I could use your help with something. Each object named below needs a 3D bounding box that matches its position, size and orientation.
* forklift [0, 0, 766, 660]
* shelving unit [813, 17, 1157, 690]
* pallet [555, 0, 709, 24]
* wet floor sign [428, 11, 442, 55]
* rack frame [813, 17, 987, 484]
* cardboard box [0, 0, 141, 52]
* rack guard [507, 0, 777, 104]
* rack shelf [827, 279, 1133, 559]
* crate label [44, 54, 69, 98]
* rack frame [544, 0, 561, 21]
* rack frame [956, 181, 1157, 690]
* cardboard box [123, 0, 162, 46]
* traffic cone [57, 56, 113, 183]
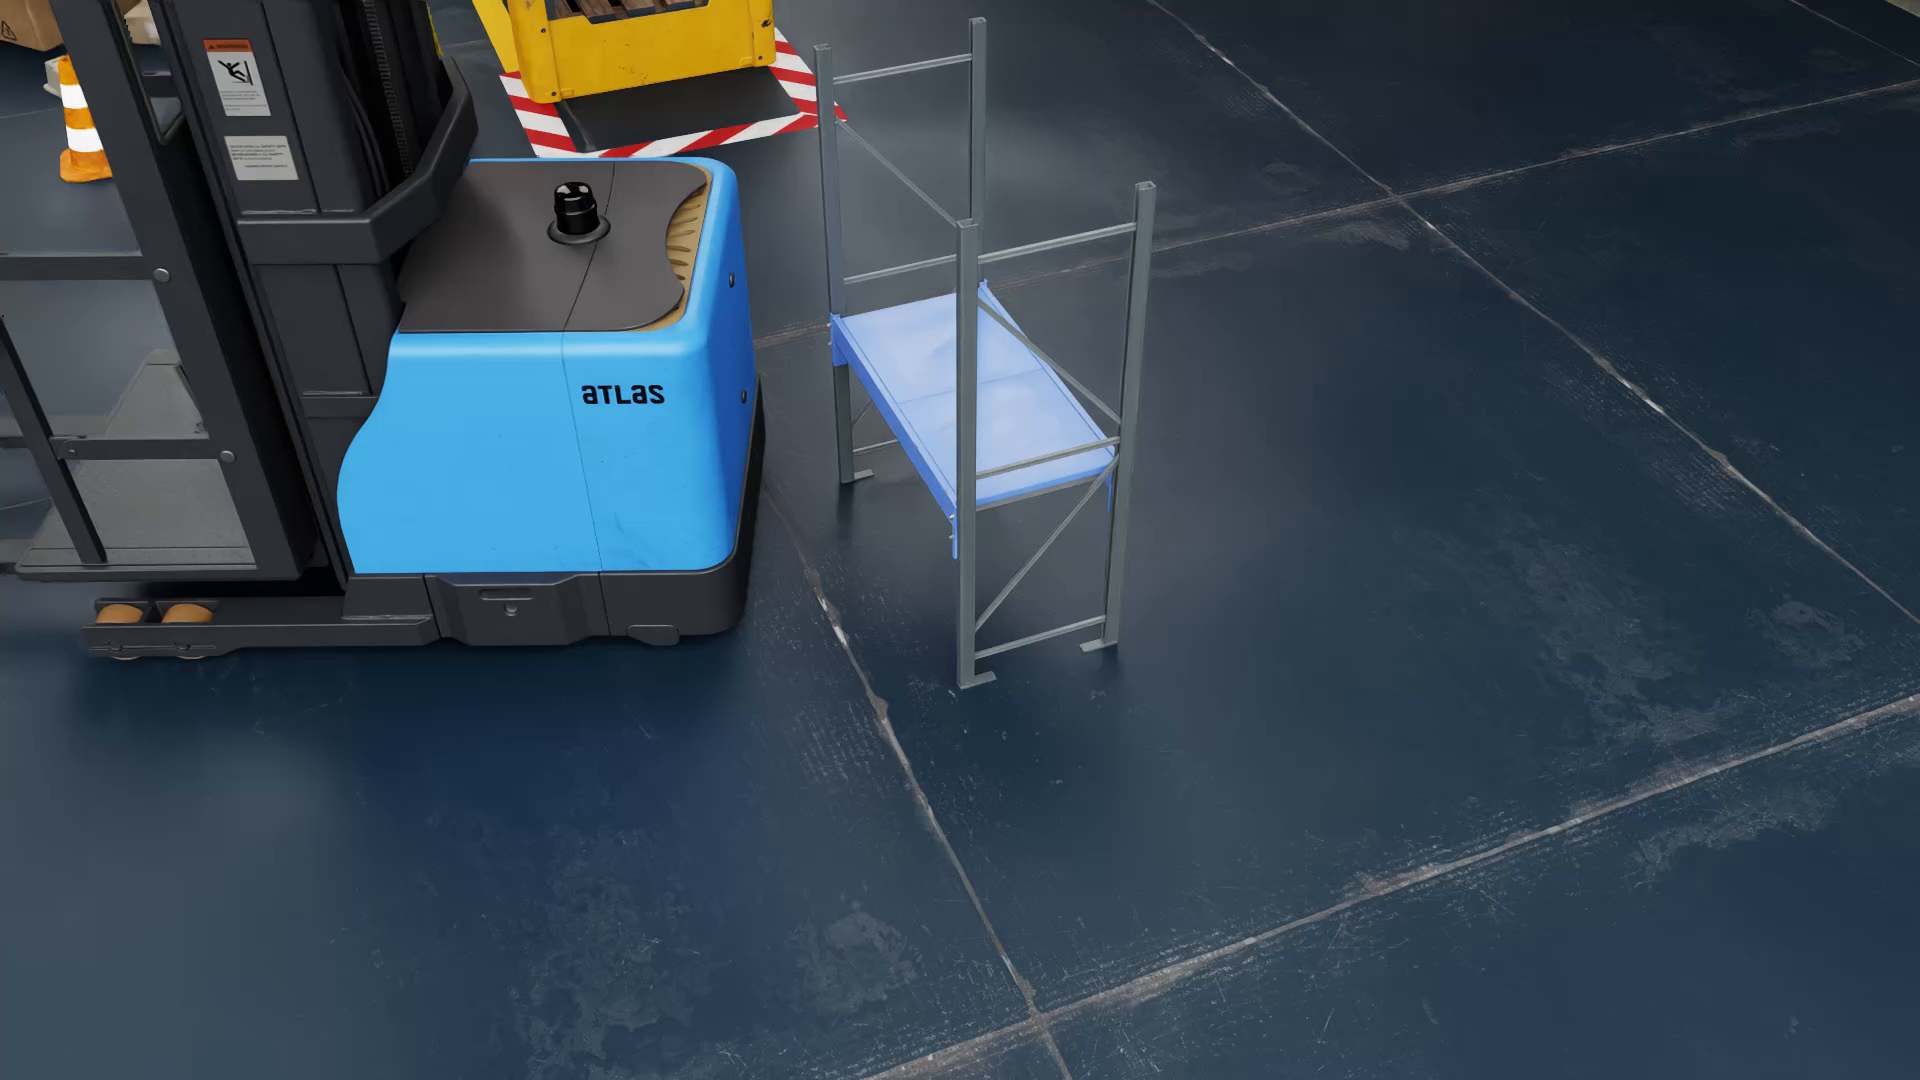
[{"bbox_3d":[-2.156,-1.111,4.294,3.031,2.935,1.130,-1,41,-1],"label":"forklift"},{"bbox_3d":[0.033,-0.517,4.701,0.538,1.500,1.048,-15,43,-17],"label":"shelving unit"},{"bbox_3d":[-1.736,-2.797,8.341,1.003,0.211,1.213,-15,43,-17],"label":"pallet"},{"bbox_3d":[-2.345,-2.037,7.123,0.267,0.644,0.232,-2,41,-2],"label":"wet floor sign"},{"bbox_3d":[-0.162,-0.823,5.057,0.500,1.500,0.032,-15,43,-17],"label":"rack frame"},{"bbox_3d":[-4.440,-2.791,8.109,0.637,0.503,0.797,19,44,20],"label":"cardboard box"},{"bbox_3d":[-1.458,-2.409,7.668,1.175,0.500,0.348,-15,43,-17],"label":"rack guard"},{"bbox_3d":[0.033,-0.381,4.819,0.538,0.185,1.000,-15,43,-17],"label":"rack shelf"},{"bbox_3d":[-4.039,-2.139,7.632,0.298,0.136,0.250,27,47,27],"label":"crate label"},{"bbox_3d":[-1.429,-3.311,6.799,1.000,3.000,0.127,-15,43,-17],"label":"rack frame"},{"bbox_3d":[0.227,-0.211,4.345,0.500,1.500,0.032,-15,43,-17],"label":"rack frame"},{"bbox_3d":[-3.796,-2.515,8.061,0.380,0.149,0.250,5,41,6],"label":"cardboard box"},{"bbox_3d":[-3.681,-1.804,6.993,0.336,0.463,0.334,-15,43,-17],"label":"traffic cone"}]
